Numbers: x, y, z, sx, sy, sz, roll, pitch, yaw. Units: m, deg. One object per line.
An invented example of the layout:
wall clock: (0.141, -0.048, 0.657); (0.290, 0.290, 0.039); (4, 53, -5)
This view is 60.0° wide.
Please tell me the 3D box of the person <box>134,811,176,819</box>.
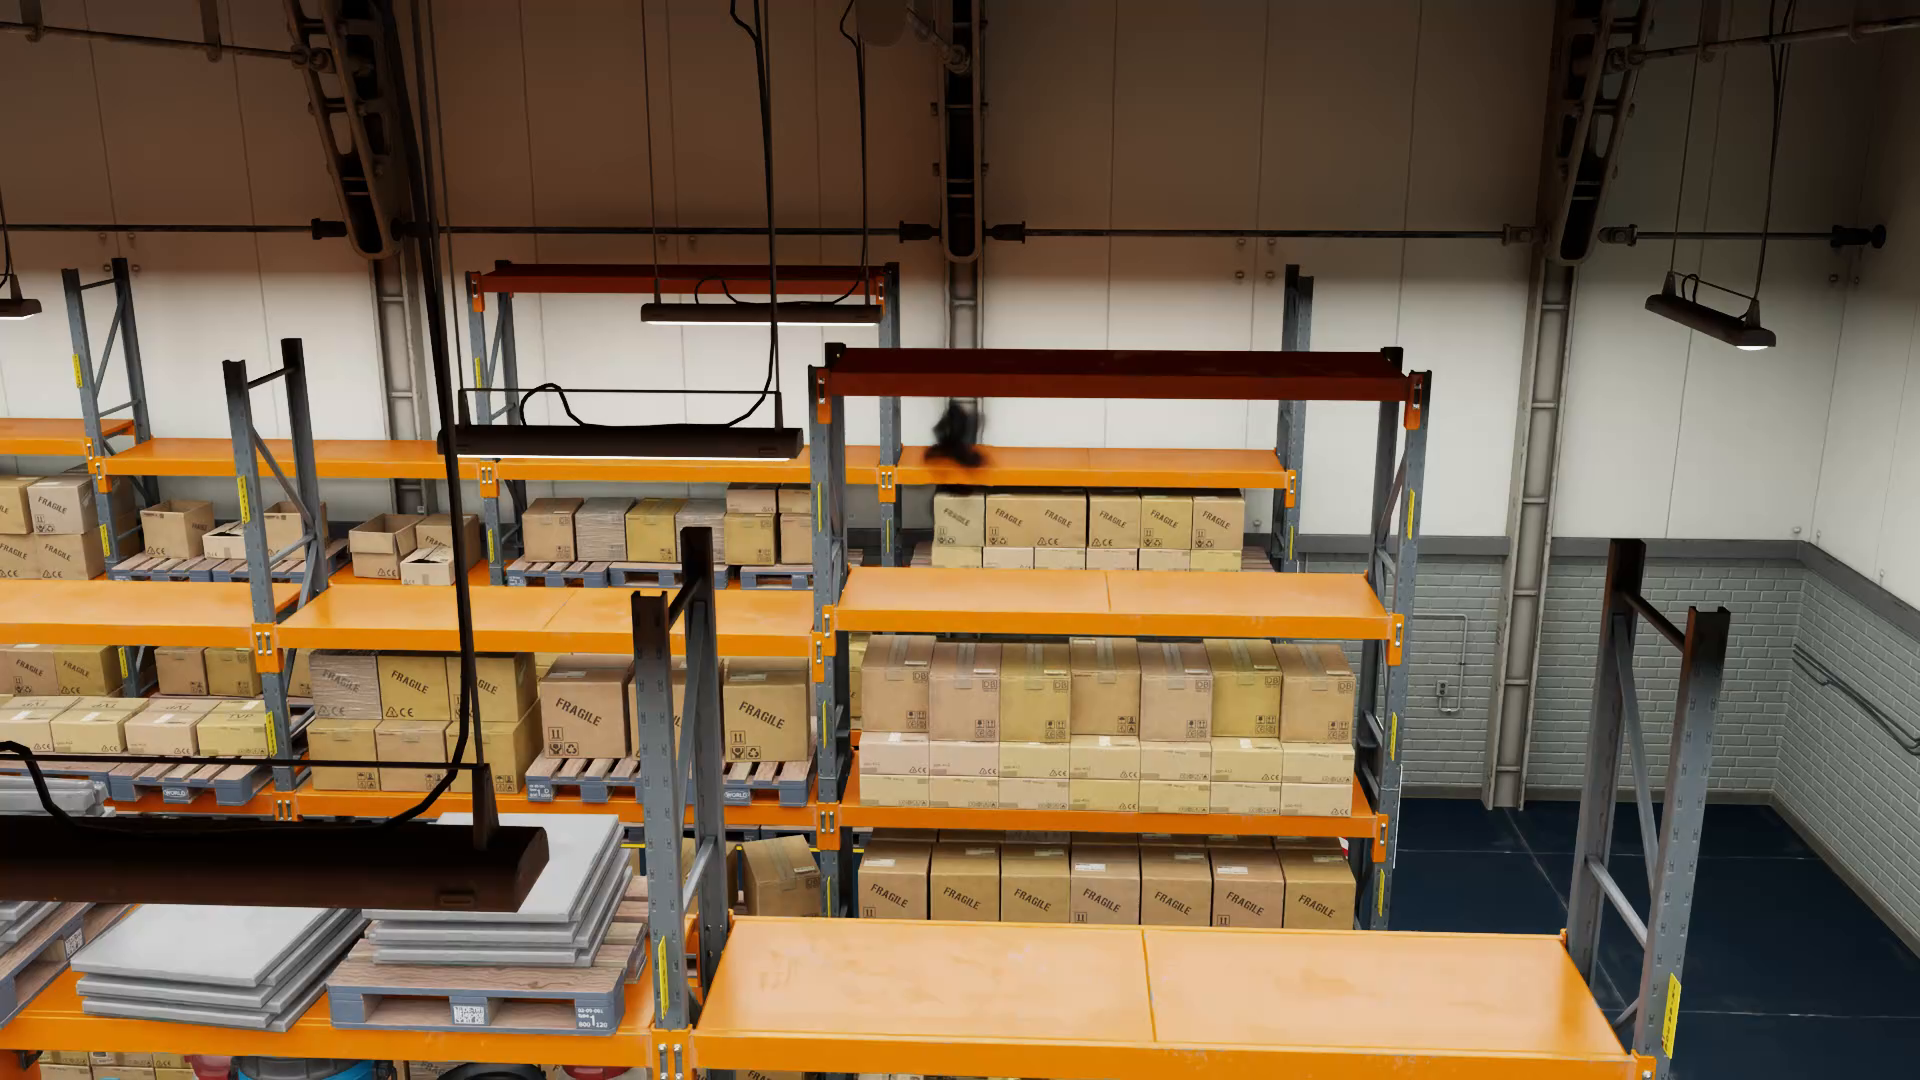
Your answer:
person: (-7.243, 3.068, 15.063); (0.590, 1.654, 0.576); (0, 16, 1)
